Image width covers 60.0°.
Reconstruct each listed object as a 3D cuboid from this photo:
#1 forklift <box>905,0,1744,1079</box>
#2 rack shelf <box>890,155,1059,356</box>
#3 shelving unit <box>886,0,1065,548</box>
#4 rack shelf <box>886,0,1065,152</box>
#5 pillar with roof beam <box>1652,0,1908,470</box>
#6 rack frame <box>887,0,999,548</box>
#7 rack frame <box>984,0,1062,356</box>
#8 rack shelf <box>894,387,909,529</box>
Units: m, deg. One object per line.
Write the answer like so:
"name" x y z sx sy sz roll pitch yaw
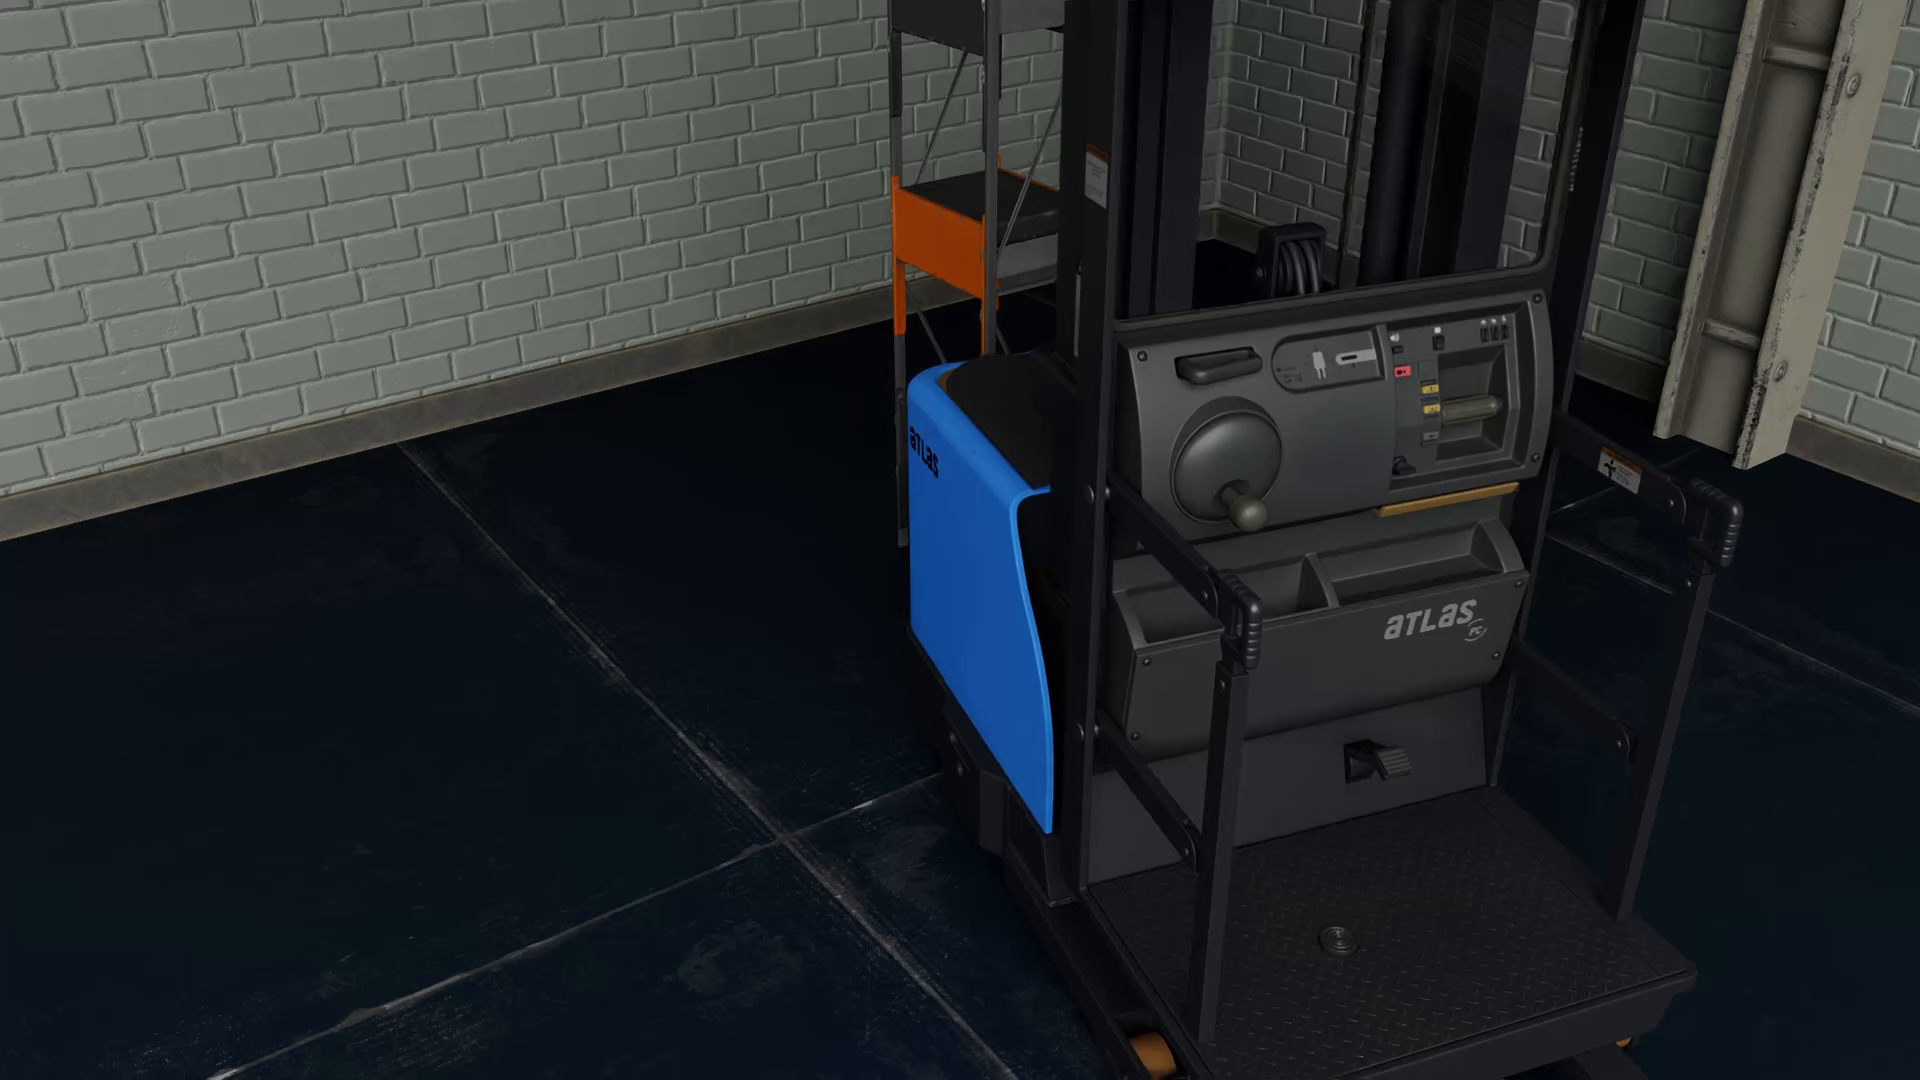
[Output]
"forklift" 0.835 -0.216 3.076 1.130 2.935 3.031 -10 30 -18
"rack shelf" 0.096 -0.846 5.137 0.431 0.518 0.480 -19 34 -31
"shelving unit" 0.096 -0.858 5.130 0.431 2.100 0.503 -19 34 -31
"rack shelf" 0.096 -1.462 4.803 0.431 0.518 0.480 -19 34 -31
"pillar with roof beam" -0.559 -3.143 2.108 9.100 9.000 0.400 -19 34 -31
"rack frame" -0.046 -0.953 5.305 0.400 2.100 0.015 -19 34 -31
"rack frame" 0.238 -0.763 4.956 0.400 2.100 0.015 -19 34 -31
"rack shelf" 0.096 -0.231 5.471 0.431 0.518 0.480 -19 34 -31
